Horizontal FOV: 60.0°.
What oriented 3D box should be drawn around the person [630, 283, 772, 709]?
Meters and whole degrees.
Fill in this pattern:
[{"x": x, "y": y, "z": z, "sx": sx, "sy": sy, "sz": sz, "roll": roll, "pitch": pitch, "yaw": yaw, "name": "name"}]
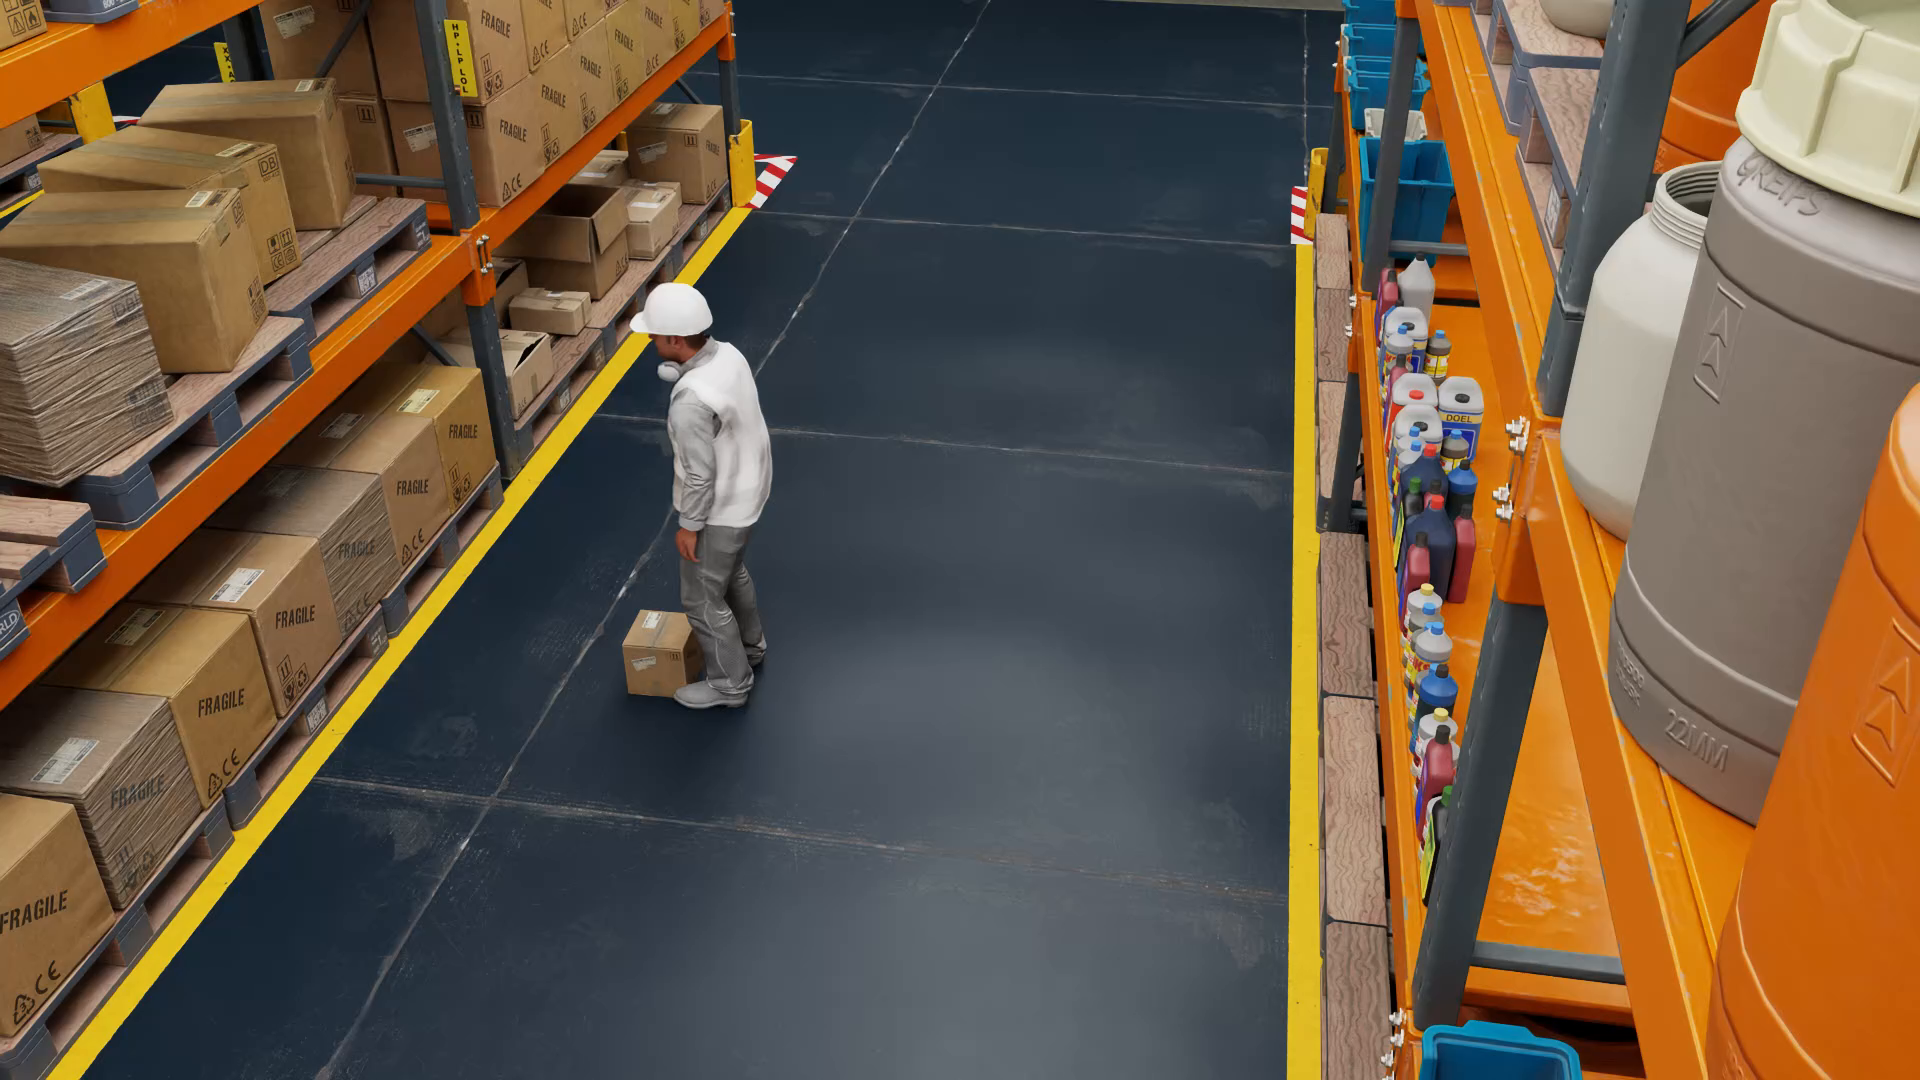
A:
[{"x": -0.950, "y": -0.163, "z": 6.371, "sx": 0.463, "sy": 1.770, "sz": 0.577, "roll": 5, "pitch": 33, "yaw": 8, "name": "person"}]
